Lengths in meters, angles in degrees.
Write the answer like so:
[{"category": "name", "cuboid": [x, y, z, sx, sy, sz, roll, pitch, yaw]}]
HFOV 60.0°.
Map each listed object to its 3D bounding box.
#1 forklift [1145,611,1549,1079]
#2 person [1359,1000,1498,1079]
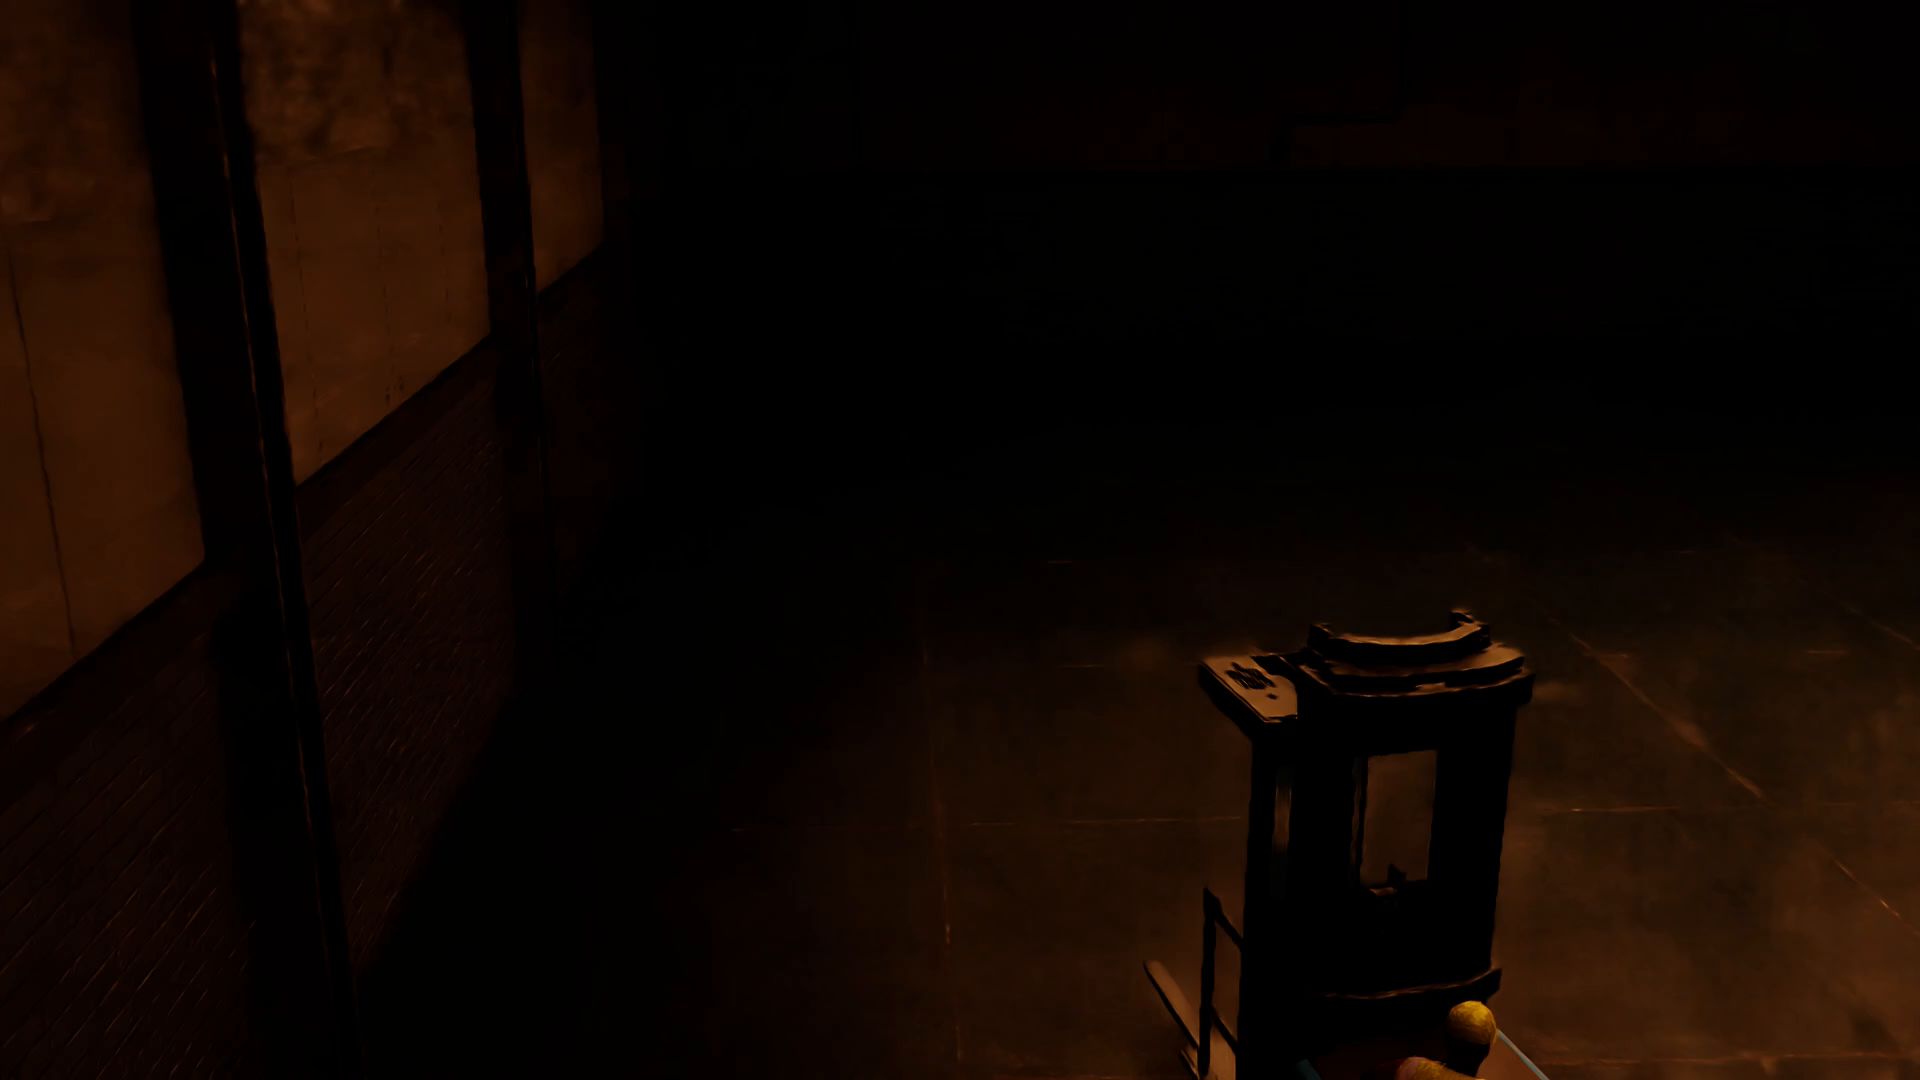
[{"category": "forklift", "cuboid": [-0.369, -1.911, 5.153, 1.130, 2.935, 3.031, -4, 18, -14]}, {"category": "person", "cuboid": [-0.089, -0.953, 4.275, 0.893, 1.636, 0.664, 11, 20, 32]}]
